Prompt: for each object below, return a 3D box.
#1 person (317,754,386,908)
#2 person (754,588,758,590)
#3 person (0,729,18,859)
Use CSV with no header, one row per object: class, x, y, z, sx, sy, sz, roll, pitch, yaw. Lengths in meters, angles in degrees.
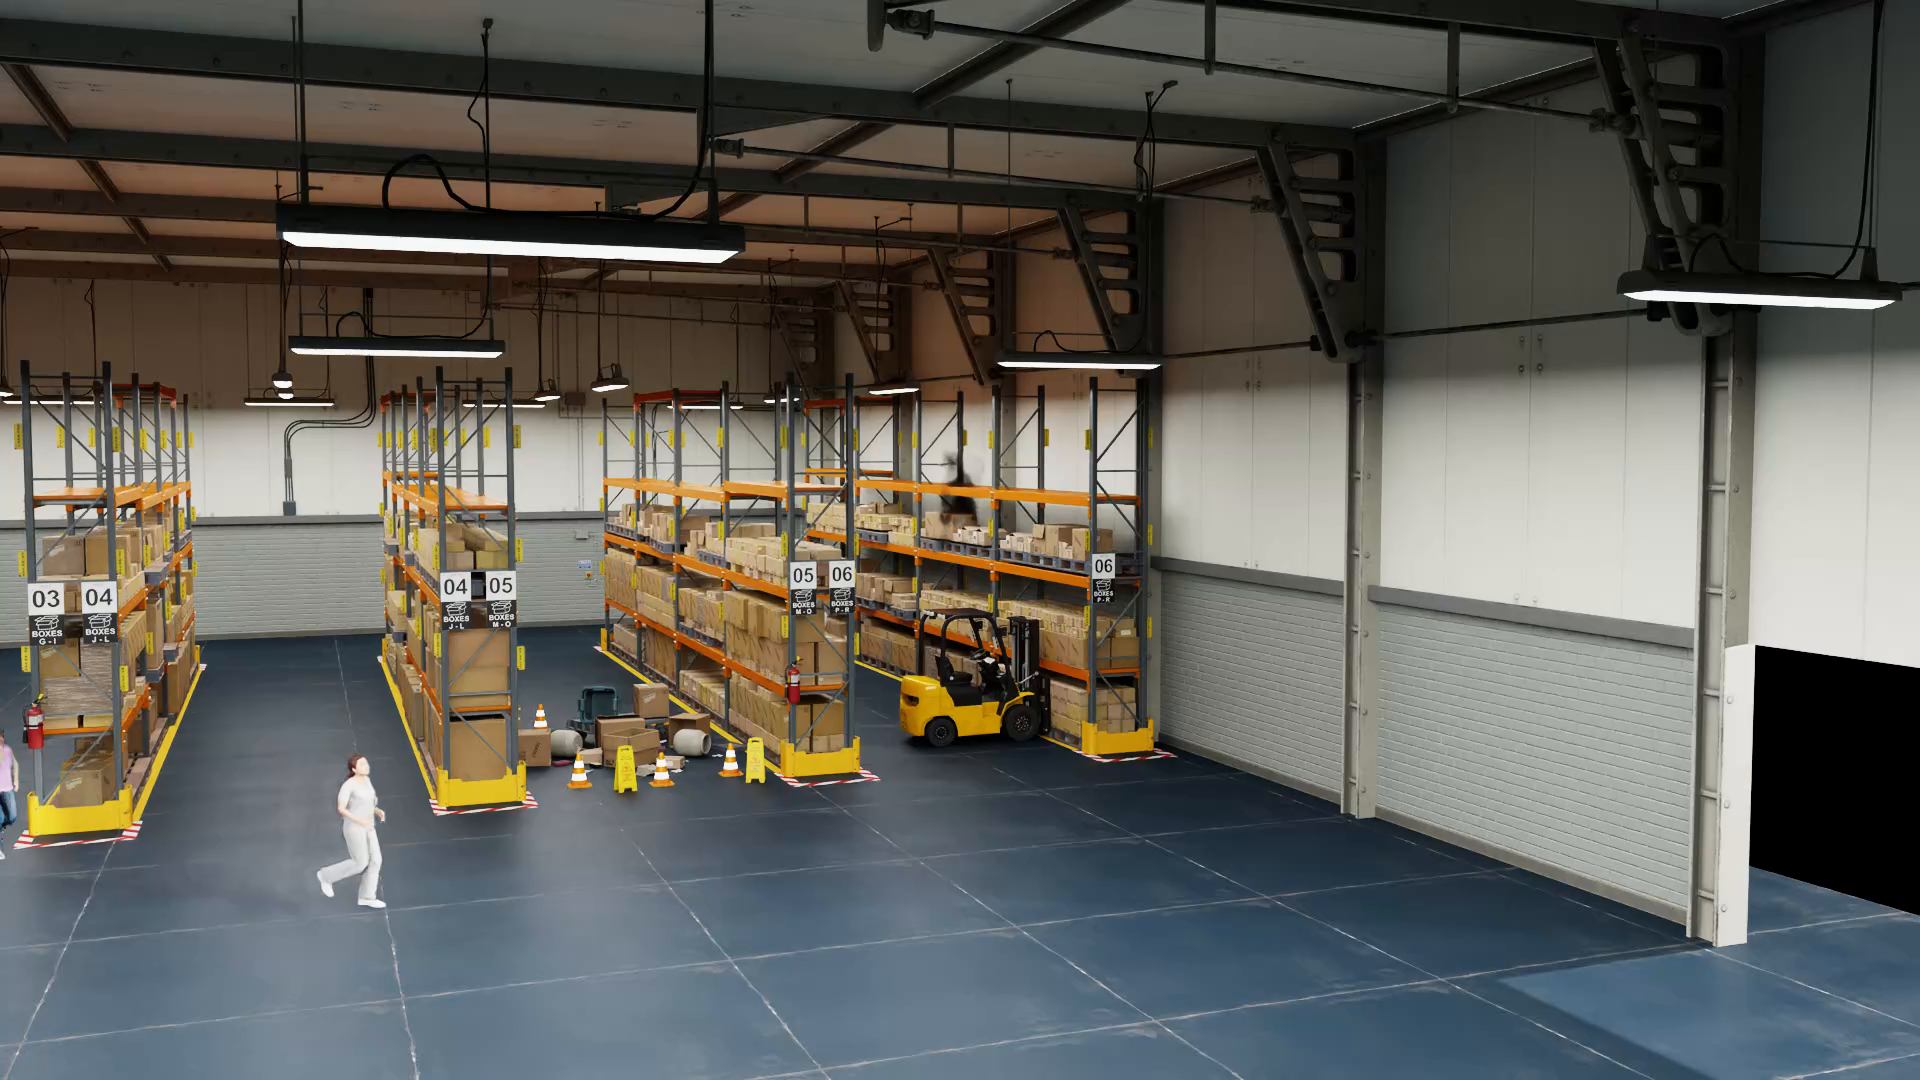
person,-6.514,3.117,17.895,0.722,1.652,0.572,1,4,13
person,-4.481,1.914,36.866,0.634,1.783,0.683,-2,4,-33
person,-11.562,3.030,19.979,0.566,1.576,0.571,2,4,31
